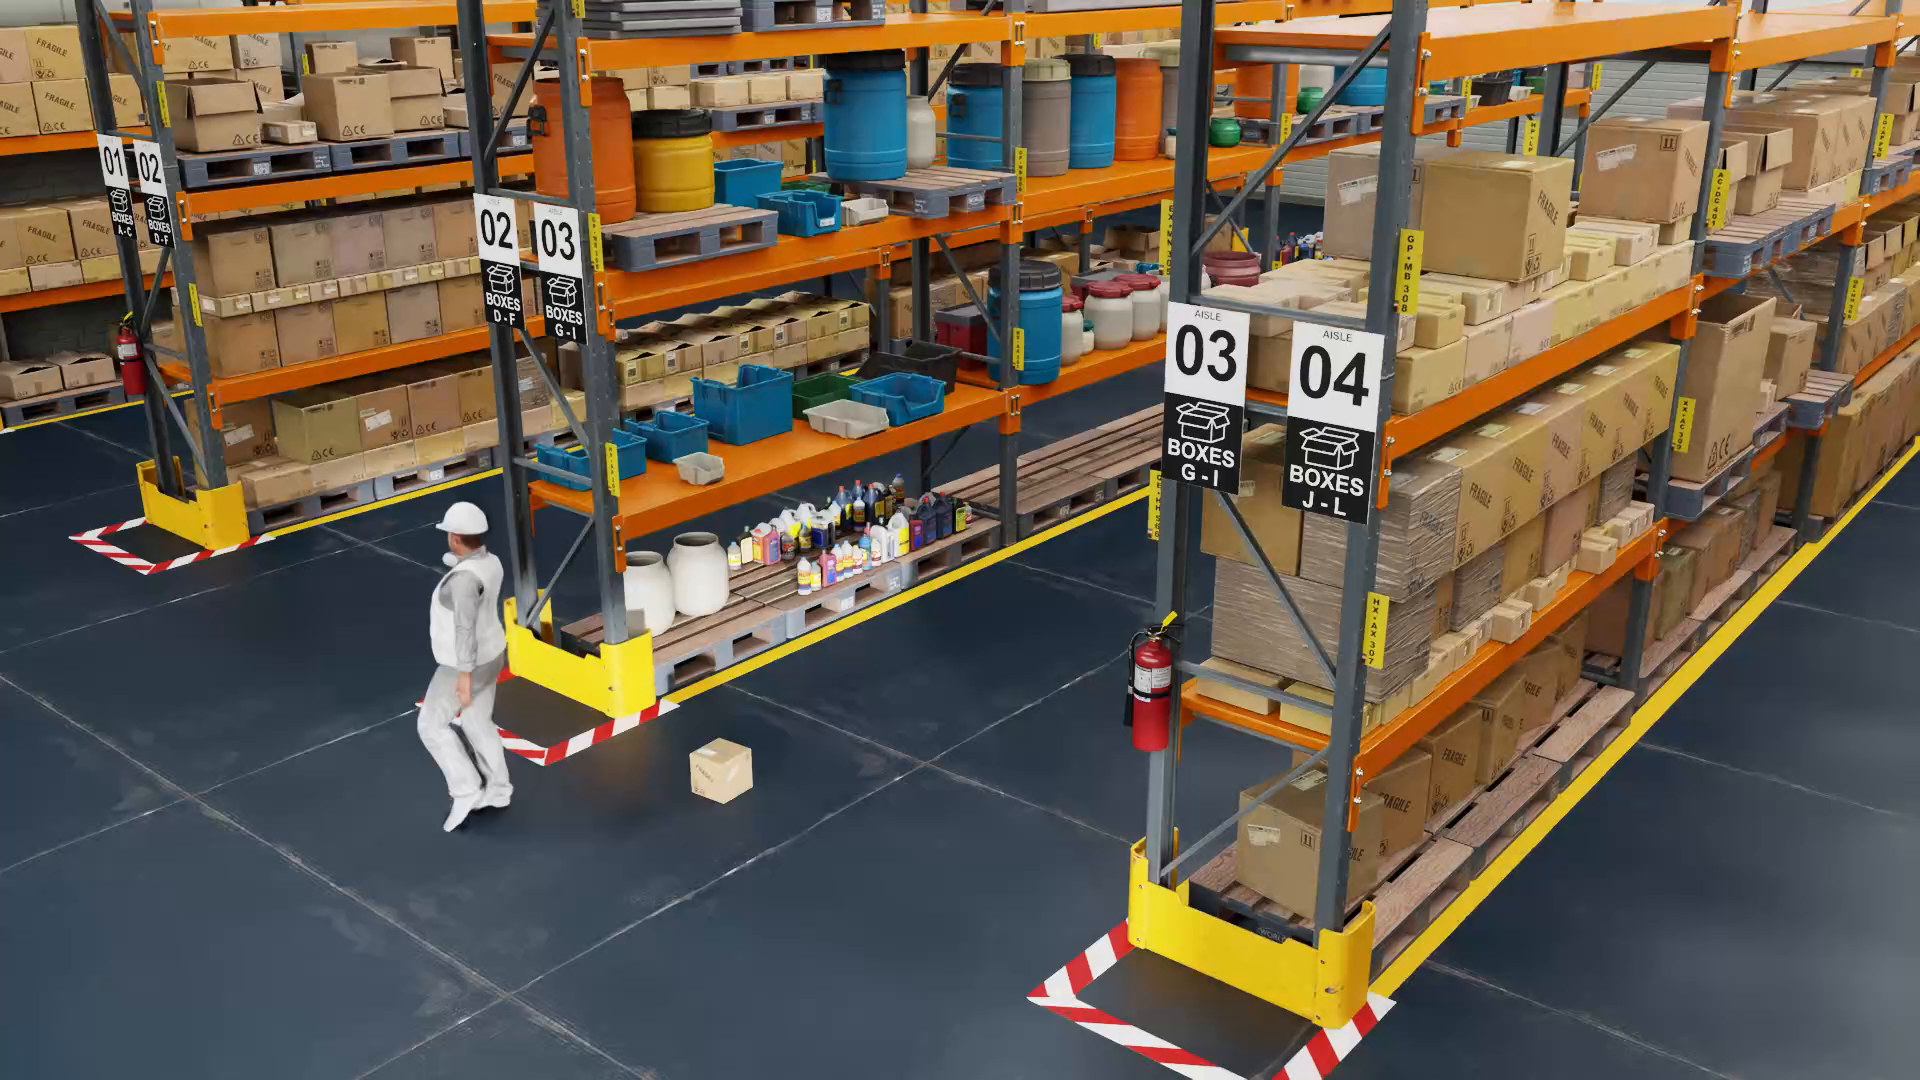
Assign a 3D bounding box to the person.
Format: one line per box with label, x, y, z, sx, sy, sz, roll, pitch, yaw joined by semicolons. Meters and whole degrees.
person;-2.750;0.680;9.185;0.468;1.797;0.644;1;20;4
